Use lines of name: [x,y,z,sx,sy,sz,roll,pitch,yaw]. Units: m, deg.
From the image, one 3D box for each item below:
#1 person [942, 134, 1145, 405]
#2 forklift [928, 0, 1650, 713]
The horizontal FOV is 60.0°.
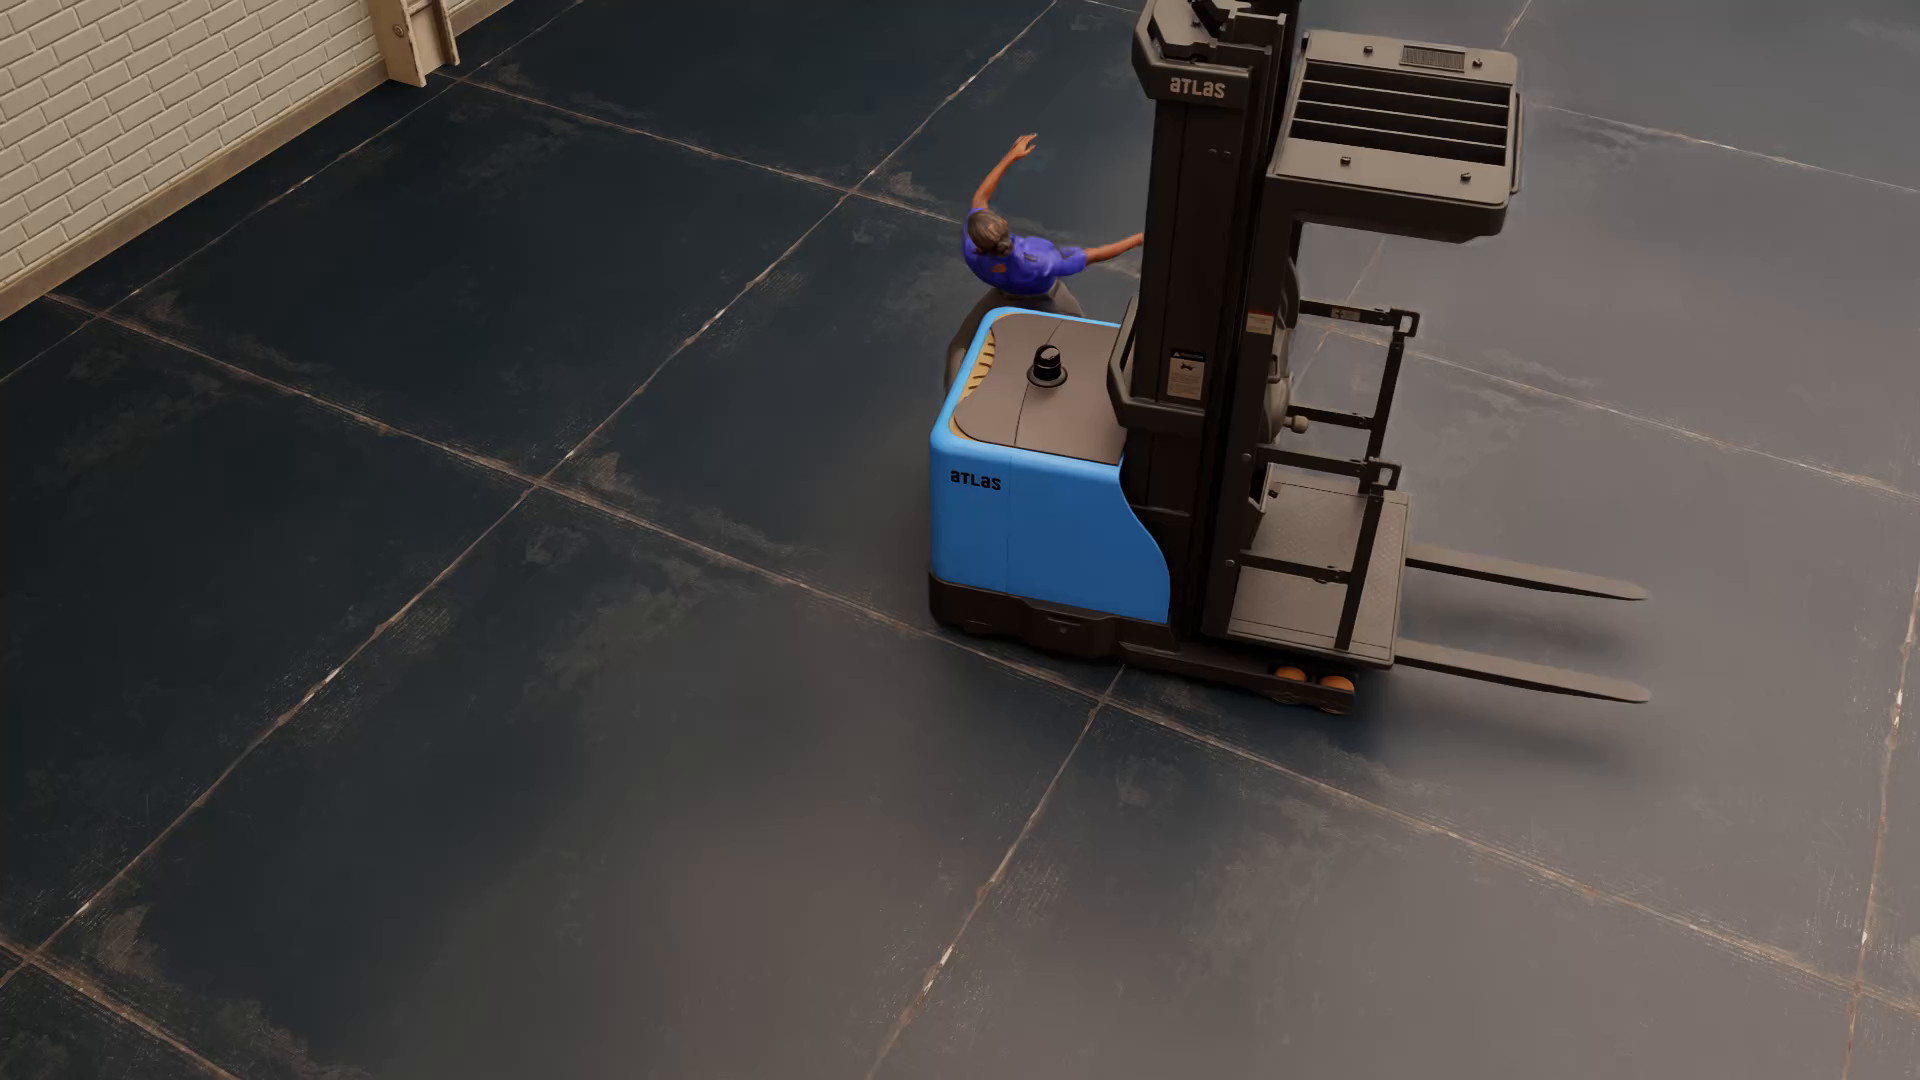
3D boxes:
person: [0.428,-1.105,7.857,1.014,1.459,0.673,3,43,3]
forklift: [1.438,-0.743,6.443,3.031,2.935,1.130,11,44,11]
